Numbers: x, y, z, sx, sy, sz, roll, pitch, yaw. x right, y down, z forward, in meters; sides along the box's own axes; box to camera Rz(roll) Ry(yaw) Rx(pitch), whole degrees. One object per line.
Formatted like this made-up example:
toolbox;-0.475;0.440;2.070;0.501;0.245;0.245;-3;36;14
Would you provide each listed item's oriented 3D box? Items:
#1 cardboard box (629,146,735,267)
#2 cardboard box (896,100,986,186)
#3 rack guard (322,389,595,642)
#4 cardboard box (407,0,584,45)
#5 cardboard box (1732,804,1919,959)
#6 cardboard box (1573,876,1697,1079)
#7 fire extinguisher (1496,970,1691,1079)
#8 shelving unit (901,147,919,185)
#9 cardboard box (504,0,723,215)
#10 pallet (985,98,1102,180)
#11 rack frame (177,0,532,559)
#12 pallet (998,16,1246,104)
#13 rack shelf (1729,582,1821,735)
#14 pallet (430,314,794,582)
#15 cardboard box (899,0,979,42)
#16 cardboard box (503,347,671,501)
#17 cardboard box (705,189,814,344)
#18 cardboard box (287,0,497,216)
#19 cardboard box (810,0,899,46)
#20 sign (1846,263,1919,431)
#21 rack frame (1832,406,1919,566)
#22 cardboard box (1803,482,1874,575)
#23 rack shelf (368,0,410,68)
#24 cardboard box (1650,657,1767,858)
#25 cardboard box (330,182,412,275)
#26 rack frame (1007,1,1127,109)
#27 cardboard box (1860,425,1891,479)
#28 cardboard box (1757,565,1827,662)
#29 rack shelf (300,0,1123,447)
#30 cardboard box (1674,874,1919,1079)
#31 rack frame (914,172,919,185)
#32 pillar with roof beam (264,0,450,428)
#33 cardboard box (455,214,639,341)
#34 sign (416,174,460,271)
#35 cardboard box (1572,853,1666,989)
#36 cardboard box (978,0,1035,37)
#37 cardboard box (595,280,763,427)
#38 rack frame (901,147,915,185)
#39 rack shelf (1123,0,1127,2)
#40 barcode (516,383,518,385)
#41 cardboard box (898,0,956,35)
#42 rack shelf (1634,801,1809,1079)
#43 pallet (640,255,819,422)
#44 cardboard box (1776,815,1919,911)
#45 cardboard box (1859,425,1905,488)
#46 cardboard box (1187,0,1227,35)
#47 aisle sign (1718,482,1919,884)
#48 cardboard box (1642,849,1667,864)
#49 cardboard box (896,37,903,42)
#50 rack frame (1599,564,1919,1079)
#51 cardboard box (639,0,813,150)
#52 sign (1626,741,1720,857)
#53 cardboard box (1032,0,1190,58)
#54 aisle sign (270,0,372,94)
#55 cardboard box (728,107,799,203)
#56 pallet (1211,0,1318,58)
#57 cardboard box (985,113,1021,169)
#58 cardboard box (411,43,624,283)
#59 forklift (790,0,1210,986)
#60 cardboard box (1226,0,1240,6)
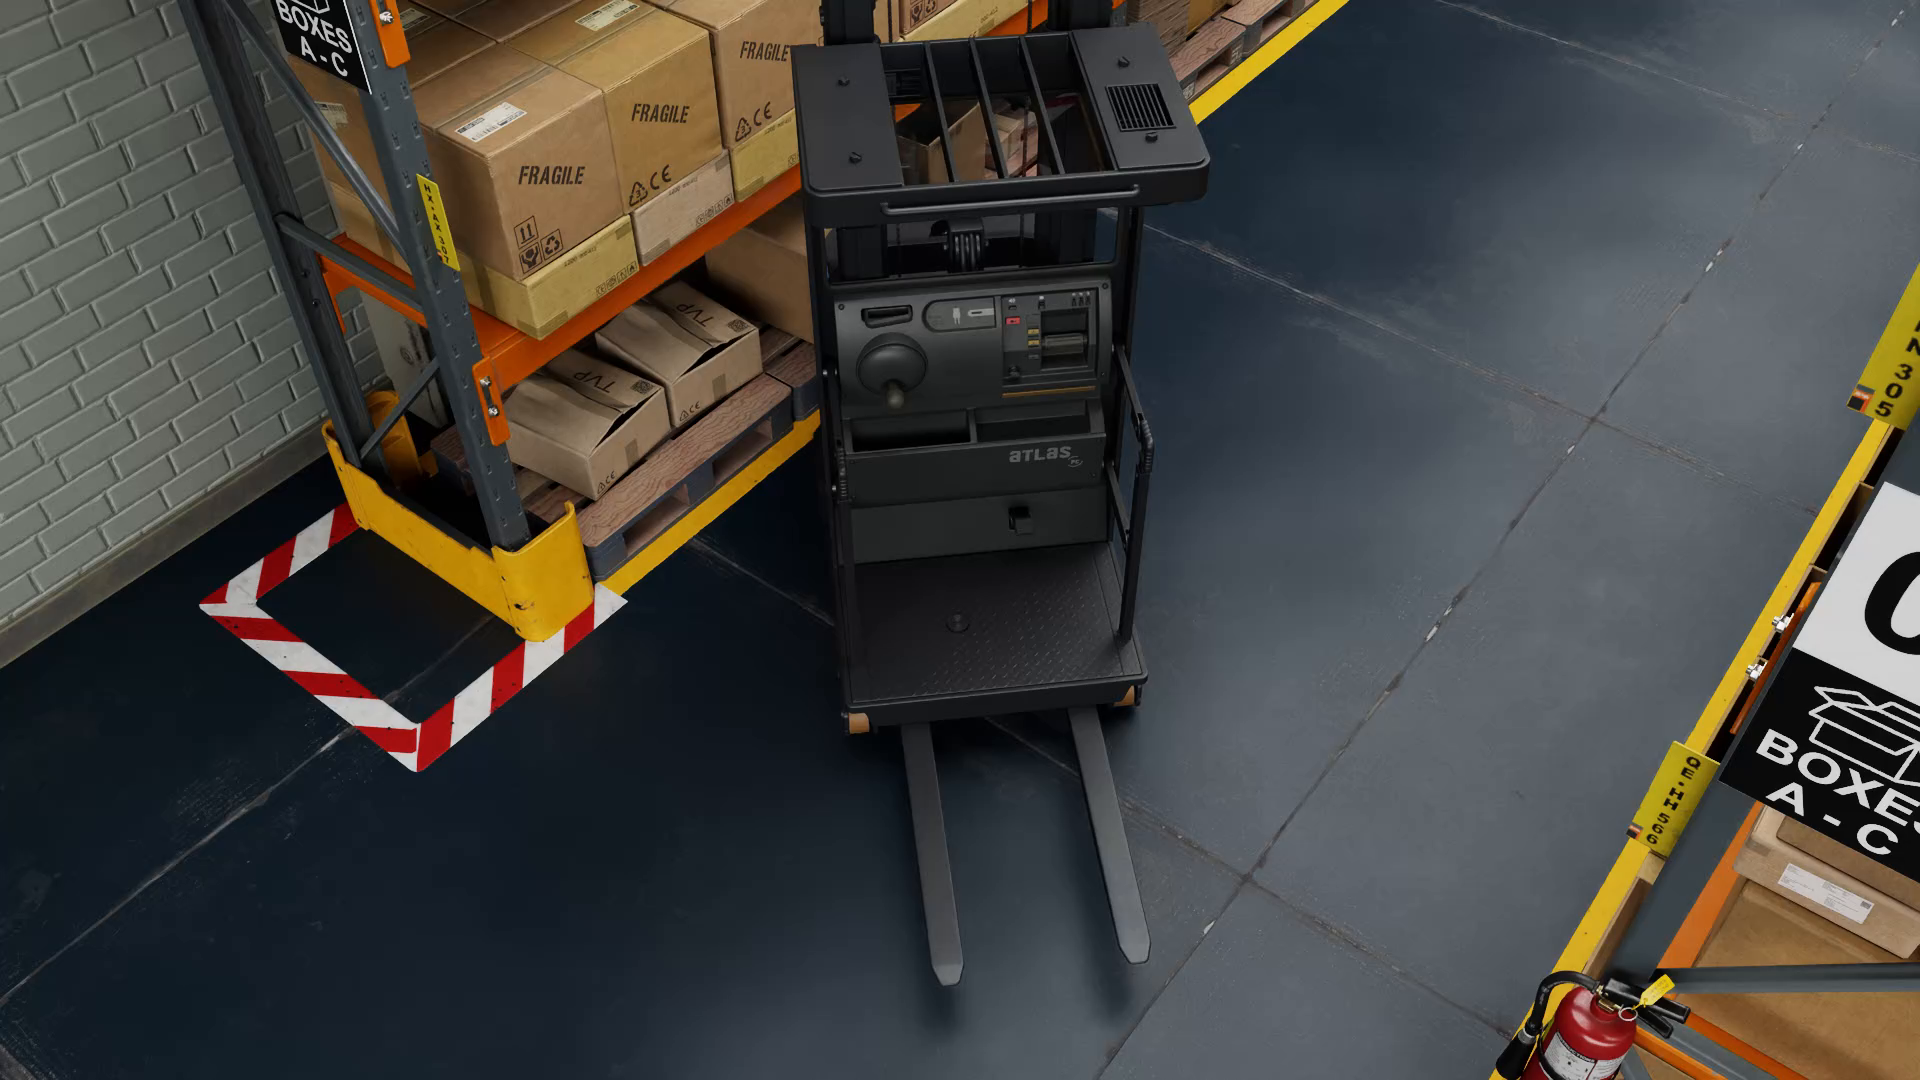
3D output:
cardboard box;-1.201;-1.326;6.197;0.500;0.250;0.500;28;52;24
cardboard box;-0.215;-1.894;8.074;0.500;0.500;0.500;25;51;22
rack guard;-2.011;-0.108;6.673;1.175;0.500;0.348;29;53;25
cardboard box;-1.622;-1.790;6.121;0.500;0.500;0.500;30;53;25
cardboard box;1.948;0.698;3.656;0.380;0.149;0.250;28;53;24
cardboard box;1.957;1.367;4.627;0.500;0.500;0.500;29;53;25
fire extinguisher;1.425;1.149;3.797;0.296;0.674;0.183;29;53;25
shelving unit;-0.296;-1.114;7.149;0.258;1.200;0.189;-5;47;-5
cardboard box;-1.217;-1.561;5.903;0.500;0.500;0.500;29;53;25
pallet;0.006;-1.854;8.540;1.003;0.211;1.213;29;53;25
rack frame;-2.057;-0.928;5.727;1.000;3.000;0.127;29;53;25
pallet;0.863;-2.700;9.348;1.003;0.211;1.213;29;53;25
rack shelf;3.088;-0.673;3.906;1.077;0.370;4.000;29;53;25
pallet;-1.486;-0.458;7.206;1.003;0.211;1.213;29;53;25
cardboard box;-0.268;-2.191;7.023;0.500;0.250;0.500;29;53;25
cardboard box;-1.563;-0.508;6.880;0.500;0.311;0.500;24;51;21
cardboard box;-0.726;-1.297;7.504;0.700;0.500;0.500;26;52;23
cardboard box;-1.937;-1.506;5.850;0.500;0.500;0.500;29;53;25
cardboard box;-0.590;-2.155;6.470;0.500;0.500;0.500;31;54;26
sign;1.444;-0.303;2.498;0.100;0.325;0.005;29;53;25
rack frame;1.865;-0.813;1.468;1.000;3.000;0.127;29;53;25
cardboard box;3.168;0.216;5.727;0.500;0.500;0.500;29;53;25
rack shelf;-0.834;-2.860;5.996;1.077;0.370;4.000;29;53;25
cardboard box;2.557;0.788;5.180;0.500;0.500;0.500;29;53;25
cardboard box;-1.925;-1.237;6.111;0.500;0.250;0.500;30;53;25
rack frame;0.388;-3.217;7.914;1.000;3.000;0.127;29;53;25
cardboard box;3.779;-0.357;6.274;0.500;0.500;0.500;29;53;25
cardboard box;2.864;0.503;5.453;0.500;0.500;0.500;29;53;25
rack shelf;-0.834;-1.824;7.080;1.077;0.370;4.000;29;53;25
cardboard box;2.161;0.964;3.851;0.700;0.500;0.500;29;53;25
rack frame;-0.285;-1.049;7.087;0.240;1.200;0.006;-5;47;-5
pillar with roof beam;1.093;-1.880;2.488;9.100;9.000;0.400;29;53;25
cardboard box;-1.508;-1.022;5.907;0.500;0.250;0.500;28;52;24
sign;-1.628;-0.988;5.185;0.100;0.325;0.005;29;53;25
cardboard box;2.255;1.335;5.176;0.500;0.250;0.500;29;53;25
cardboard box;0.027;-2.486;7.305;0.500;0.250;0.500;29;53;25
cardboard box;-1.214;-0.834;7.192;0.500;0.311;0.500;34;55;28
rack frame;-0.307;-1.180;7.212;0.240;1.200;0.006;-5;47;-5
rack shelf;1.611;-4.113;9.267;1.077;0.370;4.000;29;53;25
barcode;-1.868;-0.698;7.056;0.001;0.075;0.075;29;53;25
cardboard box;-0.273;-2.453;6.754;0.500;0.500;0.500;28;52;24
rack shelf;3.088;0.364;4.990;1.077;0.370;4.000;29;53;25
pallet;-0.740;-1.153;7.870;1.003;0.211;1.213;29;53;25
cardboard box;2.193;0.485;3.411;0.700;0.500;0.500;29;53;25
cardboard box;3.480;-0.067;5.997;0.500;0.500;0.500;29;53;25
cardboard box;1.101;-3.252;9.371;0.700;0.500;0.500;28;52;24
aisle sign;1.592;0.269;2.785;0.394;0.787;0.004;29;53;25
cardboard box;2.560;1.048;5.450;0.500;0.250;0.500;29;53;25
cardboard box;-0.574;-1.903;6.748;0.500;0.250;0.500;30;53;25
rack frame;1.865;1.260;3.637;1.000;3.000;0.127;29;53;25
cardboard box;-0.897;-1.854;6.183;0.500;0.500;0.500;28;52;24
sign;1.444;0.530;3.370;0.100;0.325;0.005;29;53;25
cardboard box;0.825;-2.934;9.068;0.700;0.500;0.500;31;54;26
aisle sign;-1.864;-1.653;4.621;0.394;0.787;0.004;29;53;25
cardboard box;-0.885;-1.615;6.473;0.500;0.250;0.500;28;53;24
pallet;1.609;-3.401;10.018;1.003;0.211;1.213;29;53;25
cardboard box;0.085;-2.071;8.474;0.380;0.166;0.250;23;50;20
cardboard box;-1.527;-1.283;5.637;0.500;0.500;0.500;29;53;25
forklift;0.079;-0.565;5.427;1.130;2.935;3.031;-5;47;-5
cardboard box;1.445;-3.526;9.633;0.700;0.500;0.500;30;53;25
